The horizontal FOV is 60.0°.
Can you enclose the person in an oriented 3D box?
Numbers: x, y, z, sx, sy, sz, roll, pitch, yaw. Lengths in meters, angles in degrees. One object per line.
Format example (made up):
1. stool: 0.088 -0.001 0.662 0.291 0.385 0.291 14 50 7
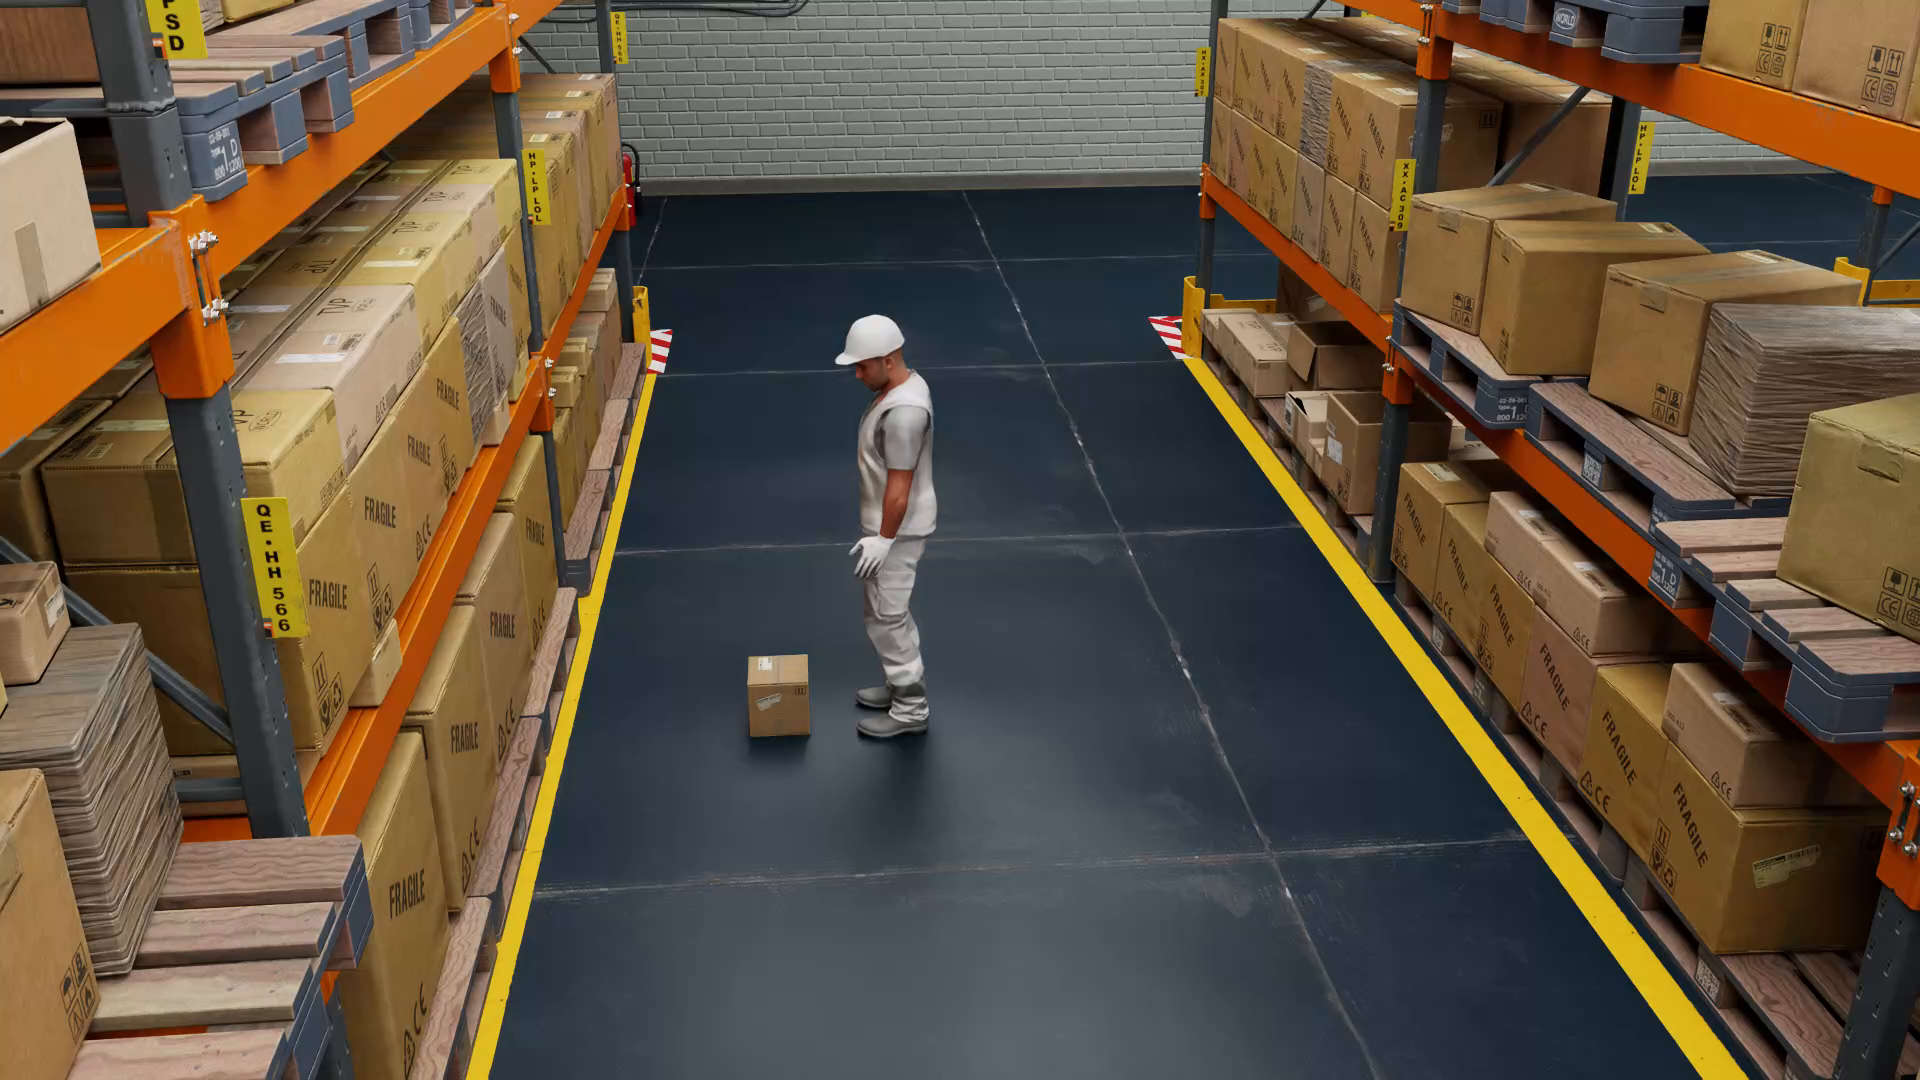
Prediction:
1. person: -0.287 -0.048 6.706 0.388 1.767 0.533 -2 24 -4
